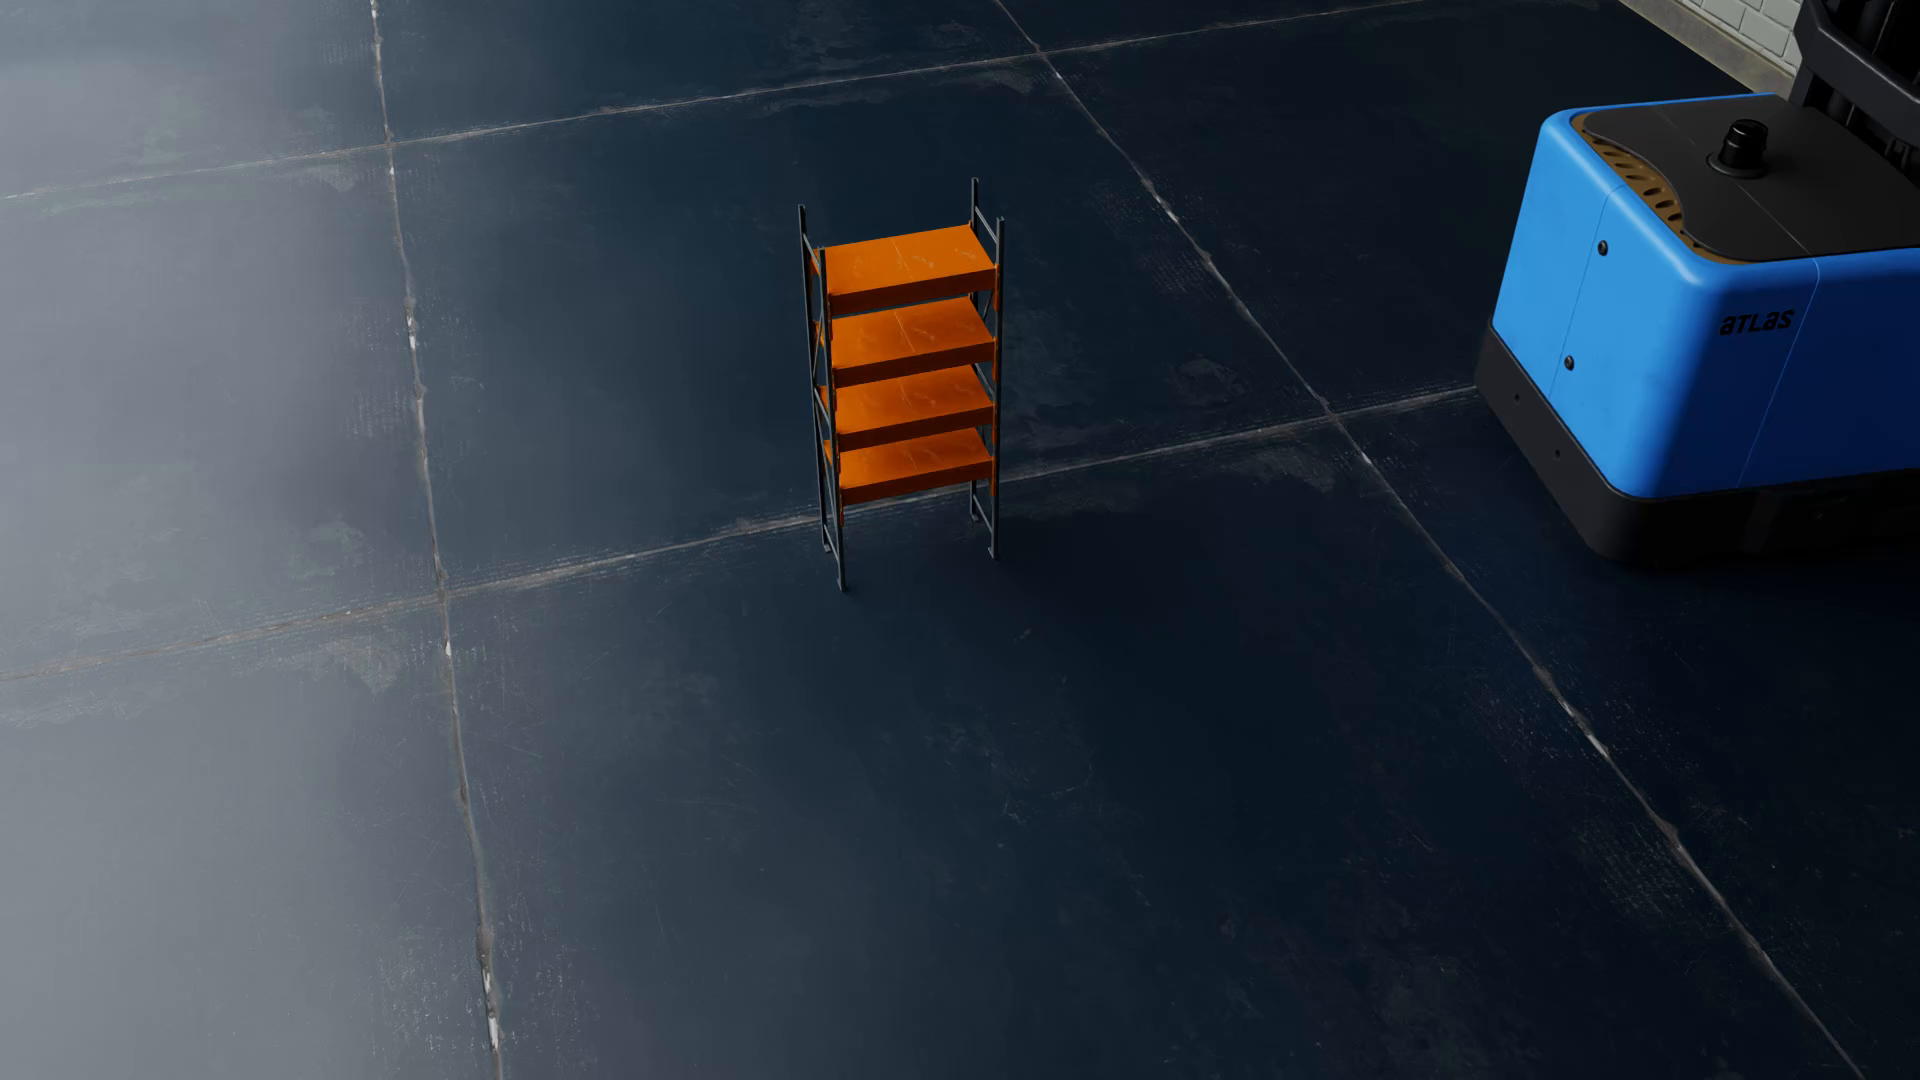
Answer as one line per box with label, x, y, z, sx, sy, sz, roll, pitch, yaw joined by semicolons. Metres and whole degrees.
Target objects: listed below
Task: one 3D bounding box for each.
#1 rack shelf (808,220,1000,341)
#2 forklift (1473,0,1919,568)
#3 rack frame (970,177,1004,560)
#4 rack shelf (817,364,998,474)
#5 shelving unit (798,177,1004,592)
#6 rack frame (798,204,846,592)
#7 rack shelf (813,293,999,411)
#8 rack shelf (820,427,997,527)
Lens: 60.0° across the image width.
rack shelf;-0.158;-0.715;4.559;0.480;0.148;0.258;-12;42;-13
forklift;3.348;-1.484;4.721;3.031;2.935;1.130;-7;42;-8
rack frame;0.075;-0.467;4.873;0.015;1.200;0.240;-12;42;-13
rack shelf;-0.158;-0.368;4.862;0.480;0.148;0.258;-12;42;-13
shelving unit;-0.158;-0.419;4.818;0.503;1.200;0.258;-12;42;-13
rack frame;-0.391;-0.371;4.763;0.015;1.200;0.240;-12;42;-13
rack shelf;-0.158;-0.537;4.715;0.480;0.148;0.258;-12;42;-13
rack shelf;-0.158;-0.219;4.993;0.480;0.148;0.258;-12;42;-13
